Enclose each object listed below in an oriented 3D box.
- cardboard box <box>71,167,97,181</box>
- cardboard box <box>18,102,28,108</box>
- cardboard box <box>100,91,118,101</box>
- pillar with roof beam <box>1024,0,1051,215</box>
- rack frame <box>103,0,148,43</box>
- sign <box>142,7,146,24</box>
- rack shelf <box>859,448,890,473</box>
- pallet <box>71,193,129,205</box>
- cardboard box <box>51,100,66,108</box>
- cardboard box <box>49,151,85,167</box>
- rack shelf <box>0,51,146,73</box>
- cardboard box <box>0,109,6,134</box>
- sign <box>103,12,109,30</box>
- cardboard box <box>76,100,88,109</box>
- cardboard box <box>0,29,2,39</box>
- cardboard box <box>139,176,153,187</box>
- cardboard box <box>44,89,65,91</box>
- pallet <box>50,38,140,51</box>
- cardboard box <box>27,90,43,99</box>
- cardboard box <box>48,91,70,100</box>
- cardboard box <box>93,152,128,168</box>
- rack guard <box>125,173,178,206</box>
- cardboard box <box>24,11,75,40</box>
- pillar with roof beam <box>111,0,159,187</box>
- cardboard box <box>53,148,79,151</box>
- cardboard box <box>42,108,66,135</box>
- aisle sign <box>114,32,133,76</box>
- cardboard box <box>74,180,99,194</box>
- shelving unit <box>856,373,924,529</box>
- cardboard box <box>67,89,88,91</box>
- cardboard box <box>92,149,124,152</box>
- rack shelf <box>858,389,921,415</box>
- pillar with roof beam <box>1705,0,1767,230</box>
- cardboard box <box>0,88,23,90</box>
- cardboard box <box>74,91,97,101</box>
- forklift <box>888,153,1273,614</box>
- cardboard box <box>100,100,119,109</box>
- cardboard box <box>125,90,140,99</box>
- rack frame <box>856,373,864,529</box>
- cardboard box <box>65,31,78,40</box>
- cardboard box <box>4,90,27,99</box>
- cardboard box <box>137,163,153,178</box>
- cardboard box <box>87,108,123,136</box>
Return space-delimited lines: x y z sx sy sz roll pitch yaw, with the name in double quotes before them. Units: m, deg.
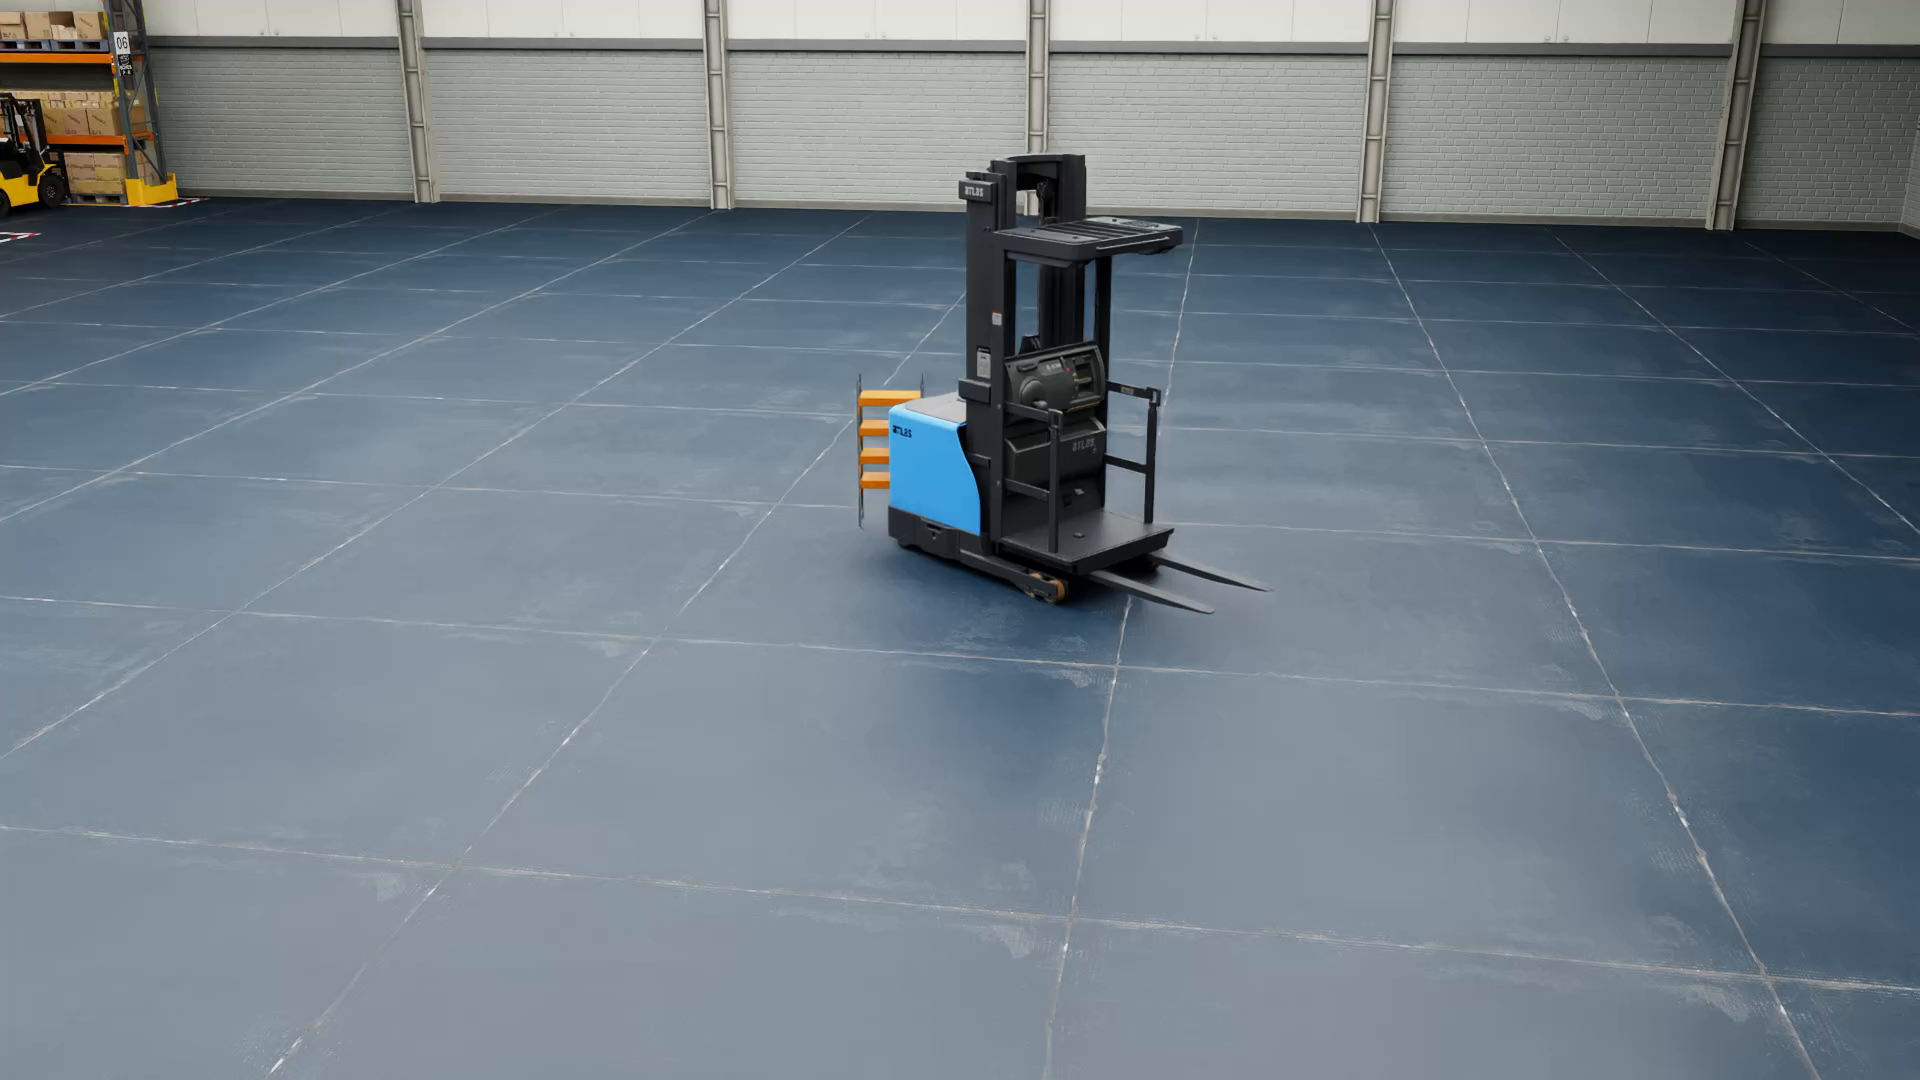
"cardboard box" -16.847 -7.136 32.279 0.500 0.250 0.500 3 19 8
"cardboard box" -17.977 -8.422 32.060 0.250 0.149 0.380 3 19 8
"cardboard box" -16.211 -8.496 31.813 0.250 0.149 0.380 3 19 9
"pillar with roof beam" 0.721 -8.956 25.381 0.400 9.000 9.100 3 19 9
"rack frame" -15.824 -10.893 31.170 0.127 3.000 1.000 3 19 9
"sign" -15.730 -10.097 32.014 0.005 0.325 0.100 3 19 9
"rack shelf" -0.535 -0.625 12.985 0.480 0.148 0.258 1 19 2
"pallet" -16.585 -6.751 32.641 1.213 0.211 1.003 3 19 9
"cardboard box" -17.228 -8.384 31.944 0.250 0.149 0.380 2 19 7
"cardboard box" -17.333 -7.389 32.248 0.500 0.250 0.500 3 19 9
"rack shelf" -17.798 -9.230 32.061 4.000 0.370 1.077 3 19 9
"cardboard box" -18.359 -8.147 32.259 0.500 0.500 0.500 3 19 8
"sign" -15.924 -9.684 31.012 0.005 0.325 0.100 3 19 9
"cardboard box" -16.714 -8.369 31.900 0.250 0.149 0.380 3 19 10
"cardboard box" -18.356 -9.685 31.679 0.258 0.266 0.396 2 19 7
"cardboard box" -16.278 -7.030 32.749 0.500 0.250 0.500 3 19 9
"cardboard box" -17.644 -8.715 32.466 0.250 0.149 0.380 3 19 9
"pallet" -16.518 -9.473 31.791 1.213 0.211 1.003 3 19 9
"cardboard box" -17.726 -8.572 32.038 0.250 0.149 0.380 3 19 9
"cardboard box" -17.231 -8.518 31.877 0.250 0.149 0.380 3 19 10
"cardboard box" -16.328 -7.343 32.111 0.500 0.250 0.500 4 19 10
"rack guard" -15.800 -6.862 32.515 0.348 0.500 1.175 3 19 9
"cardboard box" -17.295 -9.794 31.634 0.500 0.500 0.700 3 19 9
"pillar with roof beam" -17.051 -9.862 28.088 0.400 9.000 9.100 3 19 9
"cardboard box" -17.759 -7.582 32.823 0.500 0.250 0.500 3 19 8
"cardboard box" -17.368 -8.093 32.098 0.500 0.500 0.500 3 19 8
"aisle sign" -15.805 -9.186 31.425 0.004 0.787 0.394 3 19 9
"cardboard box" -16.827 -6.896 32.351 0.500 0.250 0.500 3 19 9
"shelving unit" -0.535 -0.689 12.964 0.503 1.200 0.258 1 19 2
"cardboard box" -17.144 -8.683 32.372 0.250 0.149 0.380 4 19 10
"cardboard box" -16.762 -7.525 32.655 0.500 0.250 0.500 3 19 9
"rack shelf" -0.535 -1.062 12.839 0.480 0.148 0.258 1 19 2
"pillar with roof beam" 12.569 -8.352 23.576 0.400 9.000 9.100 3 19 9
"cardboard box" -18.648 -8.797 32.710 0.250 0.149 0.380 3 19 8
"cardboard box" -16.722 -8.504 31.835 0.250 0.149 0.380 3 19 10
"forklift" 0.822 -1.132 11.559 1.130 2.935 3.031 -16 25 -40
"cardboard box" -16.211 -8.333 31.793 0.250 0.149 0.380 3 19 9
"cardboard box" -16.121 -8.628 32.207 0.250 0.149 0.380 3 19 8
"rack frame" -0.779 -0.692 12.973 0.015 1.200 0.240 1 19 2
"cardboard box" -16.690 -9.545 31.444 0.250 0.149 0.380 2 19 7
"cardboard box" -18.221 -8.597 32.113 0.250 0.149 0.380 3 19 8
"cardboard box" -16.255 -7.269 32.678 0.500 0.250 0.500 3 19 10
"cardboard box" -16.351 -8.038 31.935 0.500 0.500 0.500 3 19 7
